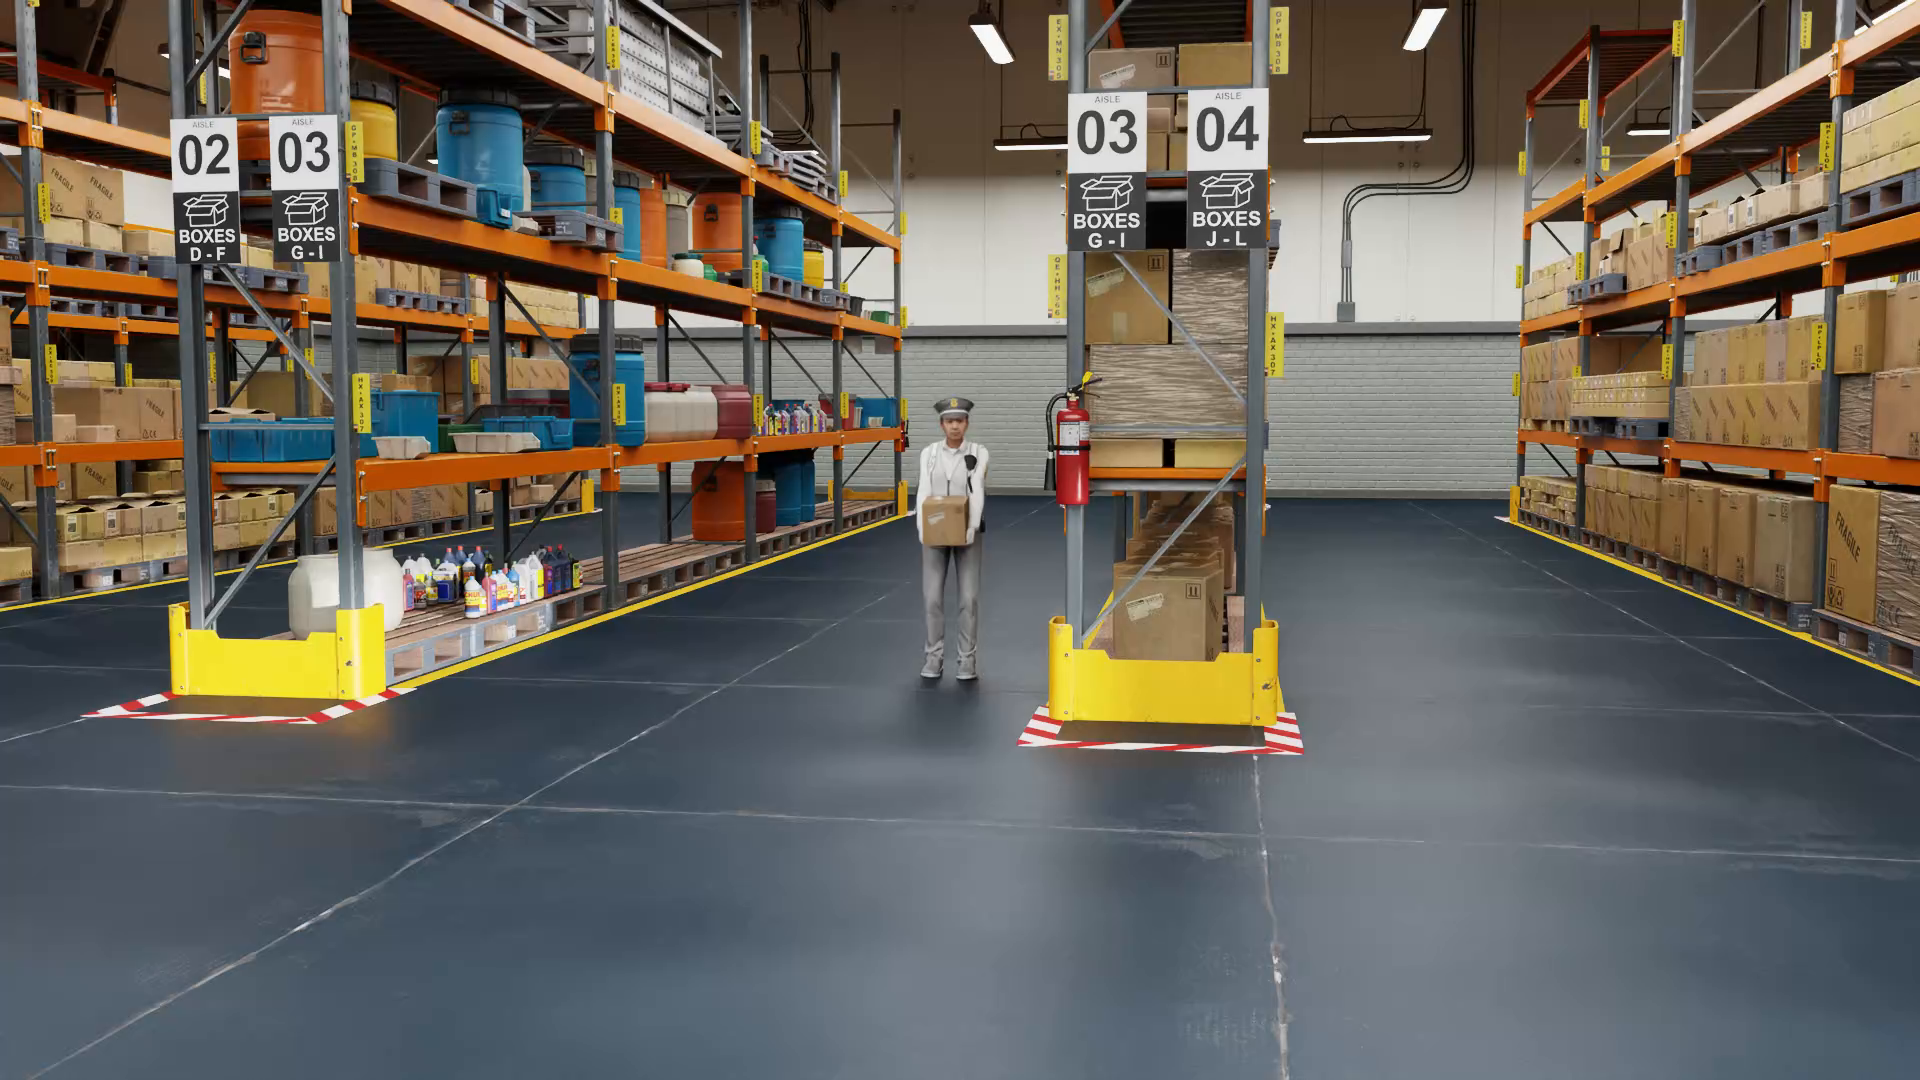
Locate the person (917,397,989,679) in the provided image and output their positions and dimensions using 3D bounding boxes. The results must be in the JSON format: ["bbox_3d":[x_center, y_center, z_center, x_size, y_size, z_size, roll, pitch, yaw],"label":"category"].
[{"bbox_3d":[-0.046,-0.012,9.954,0.416,1.687,0.523,1,5,7],"label":"person"}]
